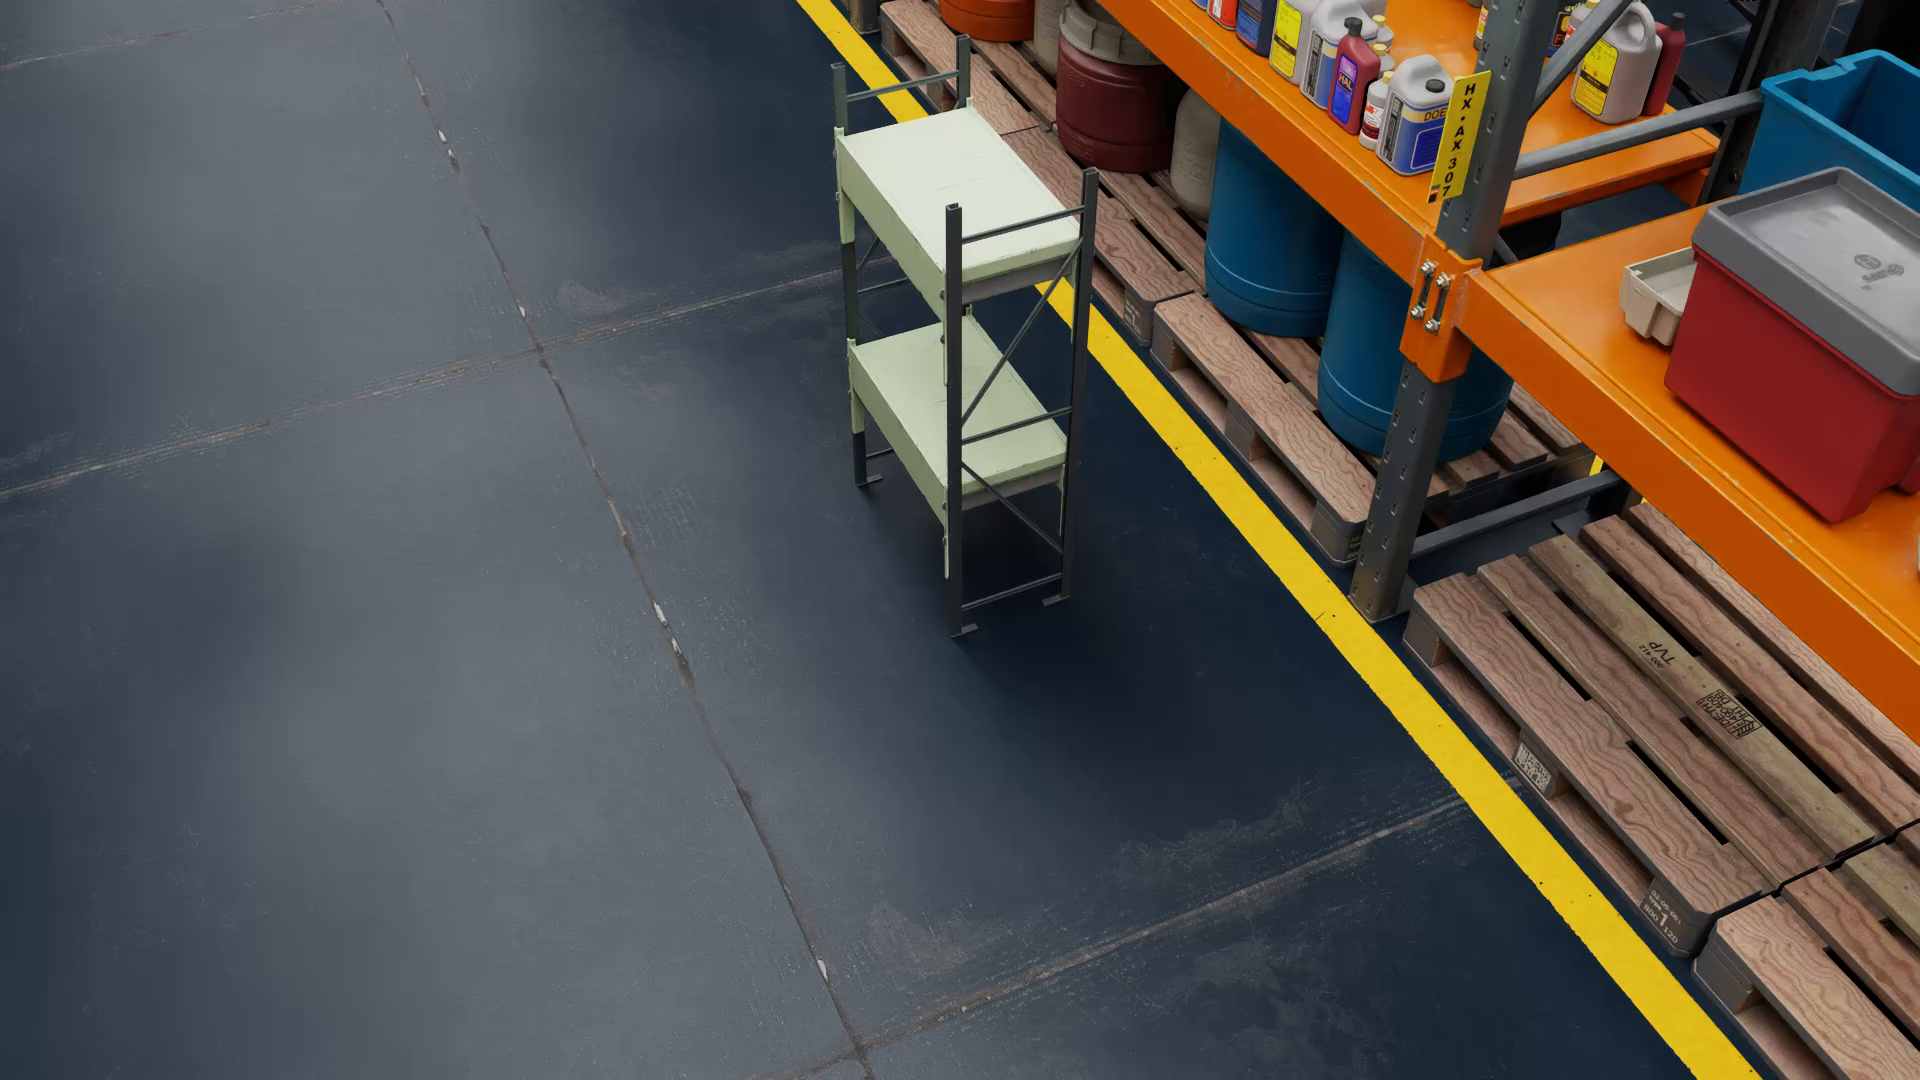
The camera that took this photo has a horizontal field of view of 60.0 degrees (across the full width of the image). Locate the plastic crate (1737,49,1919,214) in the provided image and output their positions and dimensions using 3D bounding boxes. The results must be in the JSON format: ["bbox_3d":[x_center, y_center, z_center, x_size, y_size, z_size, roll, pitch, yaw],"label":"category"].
[{"bbox_3d":[2.163,-0.813,3.907,0.392,0.384,0.575,-18,47,-17],"label":"plastic crate"}]

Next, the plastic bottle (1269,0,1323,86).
[{"bbox_3d":[0.974,-1.466,4.635,0.144,0.351,0.185,-18,47,-17],"label":"plastic bottle"}]

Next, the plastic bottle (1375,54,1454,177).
[{"bbox_3d":[1.198,-1.106,4.323,0.152,0.276,0.135,-18,47,-17],"label":"plastic bottle"}]

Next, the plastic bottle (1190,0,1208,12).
[{"bbox_3d":[0.776,-1.746,4.972,0.152,0.276,0.135,-18,47,-17],"label":"plastic bottle"}]

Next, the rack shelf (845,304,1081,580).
[{"bbox_3d":[-0.003,-0.306,4.957,0.431,0.370,0.720,-18,47,-17],"label":"rack shelf"}]

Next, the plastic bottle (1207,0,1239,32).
[{"bbox_3d":[0.833,-1.660,4.885,0.152,0.276,0.135,-18,47,-17],"label":"plastic bottle"}]

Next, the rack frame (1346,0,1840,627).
[{"bbox_3d":[1.657,-0.994,4.122,1.000,3.000,0.127,-18,47,-17],"label":"rack frame"}]

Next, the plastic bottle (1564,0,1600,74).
[{"bbox_3d":[1.769,-1.436,4.712,0.097,0.201,0.097,0,45,0],"label":"plastic bottle"}]

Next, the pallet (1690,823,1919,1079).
[{"bbox_3d":[2.519,1.234,3.849,1.003,0.211,1.213,-18,47,-17],"label":"pallet"}]

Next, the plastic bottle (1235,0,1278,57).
[{"bbox_3d":[0.896,-1.584,4.755,0.144,0.351,0.185,-18,47,-17],"label":"plastic bottle"}]

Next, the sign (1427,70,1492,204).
[{"bbox_3d":[1.157,-0.932,3.861,0.100,0.325,0.005,-18,47,-17],"label":"sign"}]

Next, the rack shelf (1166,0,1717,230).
[{"bbox_3d":[0.816,-2.082,5.598,0.919,0.124,3.809,-18,47,-17],"label":"rack shelf"}]

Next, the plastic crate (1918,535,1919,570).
[{"bbox_3d":[2.132,0.054,3.101,0.437,0.282,0.530,-18,47,-17],"label":"plastic crate"}]

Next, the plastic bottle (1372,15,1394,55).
[{"bbox_3d":[1.150,-1.361,4.635,0.097,0.201,0.097,0,45,0],"label":"plastic bottle"}]

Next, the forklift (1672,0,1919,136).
[{"bbox_3d":[3.506,-2.328,5.522,1.121,2.935,3.031,-10,46,-10],"label":"forklift"}]

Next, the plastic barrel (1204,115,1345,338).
[{"bbox_3d":[1.146,-1.200,5.525,0.600,0.901,0.708,-18,47,-17],"label":"plastic barrel"}]

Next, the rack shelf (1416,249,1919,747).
[{"bbox_3d":[2.498,0.536,3.083,1.077,0.370,4.000,-18,47,-17],"label":"rack shelf"}]

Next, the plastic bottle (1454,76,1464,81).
[{"bbox_3d":[1.304,-1.128,4.399,0.097,0.201,0.097,0,45,0],"label":"plastic bottle"}]

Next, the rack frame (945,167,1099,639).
[{"bbox_3d":[0.151,-0.305,4.491,0.400,1.500,0.023,-18,47,-17],"label":"rack frame"}]

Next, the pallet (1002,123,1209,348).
[{"bbox_3d":[0.854,-1.284,6.401,1.003,0.211,1.213,-18,47,-17],"label":"pallet"}]

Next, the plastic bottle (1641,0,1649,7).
[{"bbox_3d":[1.834,-1.398,4.614,0.061,0.283,0.133,-18,47,-17],"label":"plastic bottle"}]

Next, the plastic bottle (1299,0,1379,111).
[{"bbox_3d":[1.045,-1.339,4.559,0.152,0.276,0.135,-18,47,-17],"label":"plastic bottle"}]

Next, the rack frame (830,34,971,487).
[{"bbox_3d":[-0.157,-0.771,4.964,0.400,1.500,0.023,-18,47,-17],"label":"rack frame"}]

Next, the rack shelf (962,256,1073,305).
[{"bbox_3d":[-0.003,-0.867,4.403,0.332,0.071,0.664,-18,47,-17],"label":"rack shelf"}]

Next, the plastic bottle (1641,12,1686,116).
[{"bbox_3d":[1.890,-1.313,4.528,0.061,0.283,0.133,-18,47,-17],"label":"plastic bottle"}]

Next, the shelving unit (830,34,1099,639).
[{"bbox_3d":[-0.003,-0.538,4.728,0.431,1.500,0.755,-18,47,-17],"label":"shelving unit"}]

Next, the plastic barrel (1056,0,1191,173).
[{"bbox_3d":[0.671,-1.808,6.365,0.600,0.588,0.708,-18,47,-17],"label":"plastic barrel"}]

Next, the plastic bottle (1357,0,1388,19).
[{"bbox_3d":[1.105,-1.509,4.678,0.144,0.351,0.185,-18,47,-17],"label":"plastic bottle"}]

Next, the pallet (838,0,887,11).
[{"bbox_3d":[-0.315,-3.056,8.197,1.003,0.211,1.213,-18,47,-17],"label":"pallet"}]
